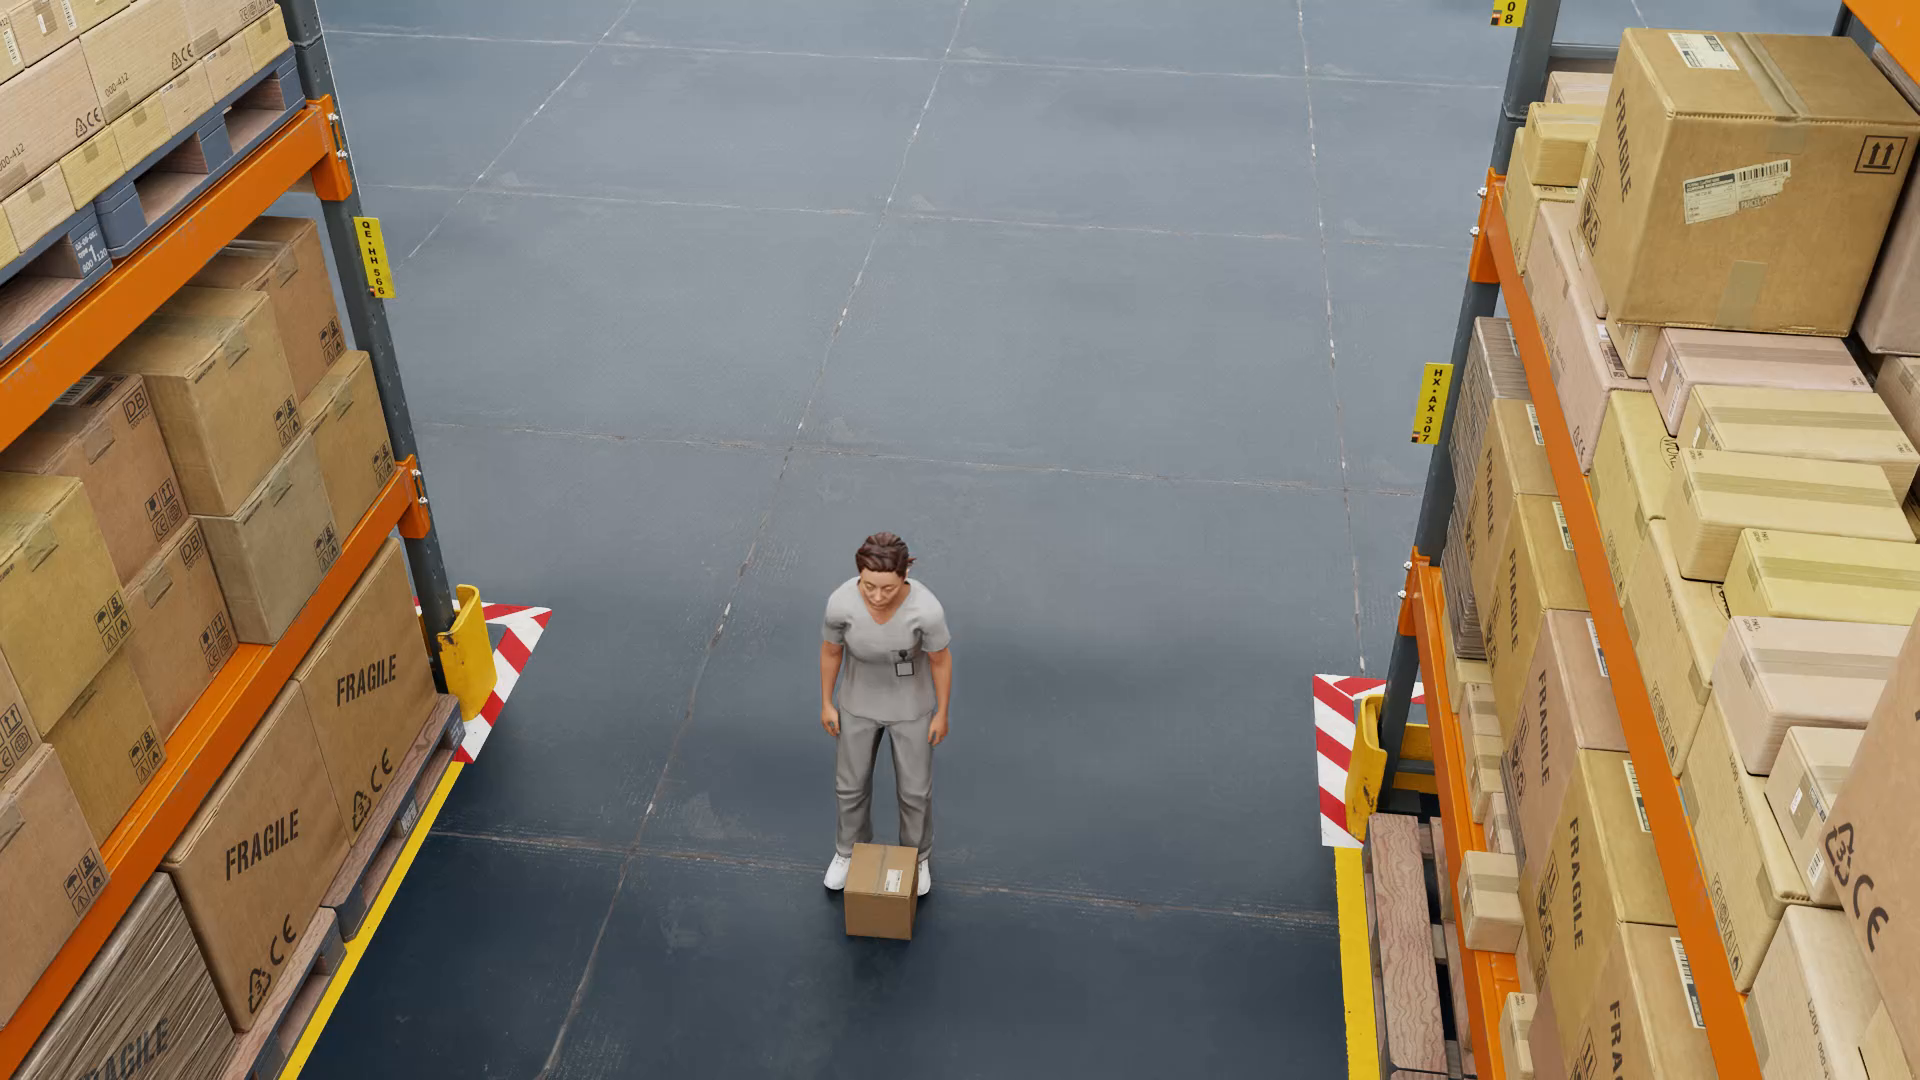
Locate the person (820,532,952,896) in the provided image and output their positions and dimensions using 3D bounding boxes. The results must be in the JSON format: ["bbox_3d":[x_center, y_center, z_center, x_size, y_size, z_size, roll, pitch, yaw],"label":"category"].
[{"bbox_3d":[-0.277,0.632,6.178,0.493,1.673,0.353,4,36,6],"label":"person"}]
